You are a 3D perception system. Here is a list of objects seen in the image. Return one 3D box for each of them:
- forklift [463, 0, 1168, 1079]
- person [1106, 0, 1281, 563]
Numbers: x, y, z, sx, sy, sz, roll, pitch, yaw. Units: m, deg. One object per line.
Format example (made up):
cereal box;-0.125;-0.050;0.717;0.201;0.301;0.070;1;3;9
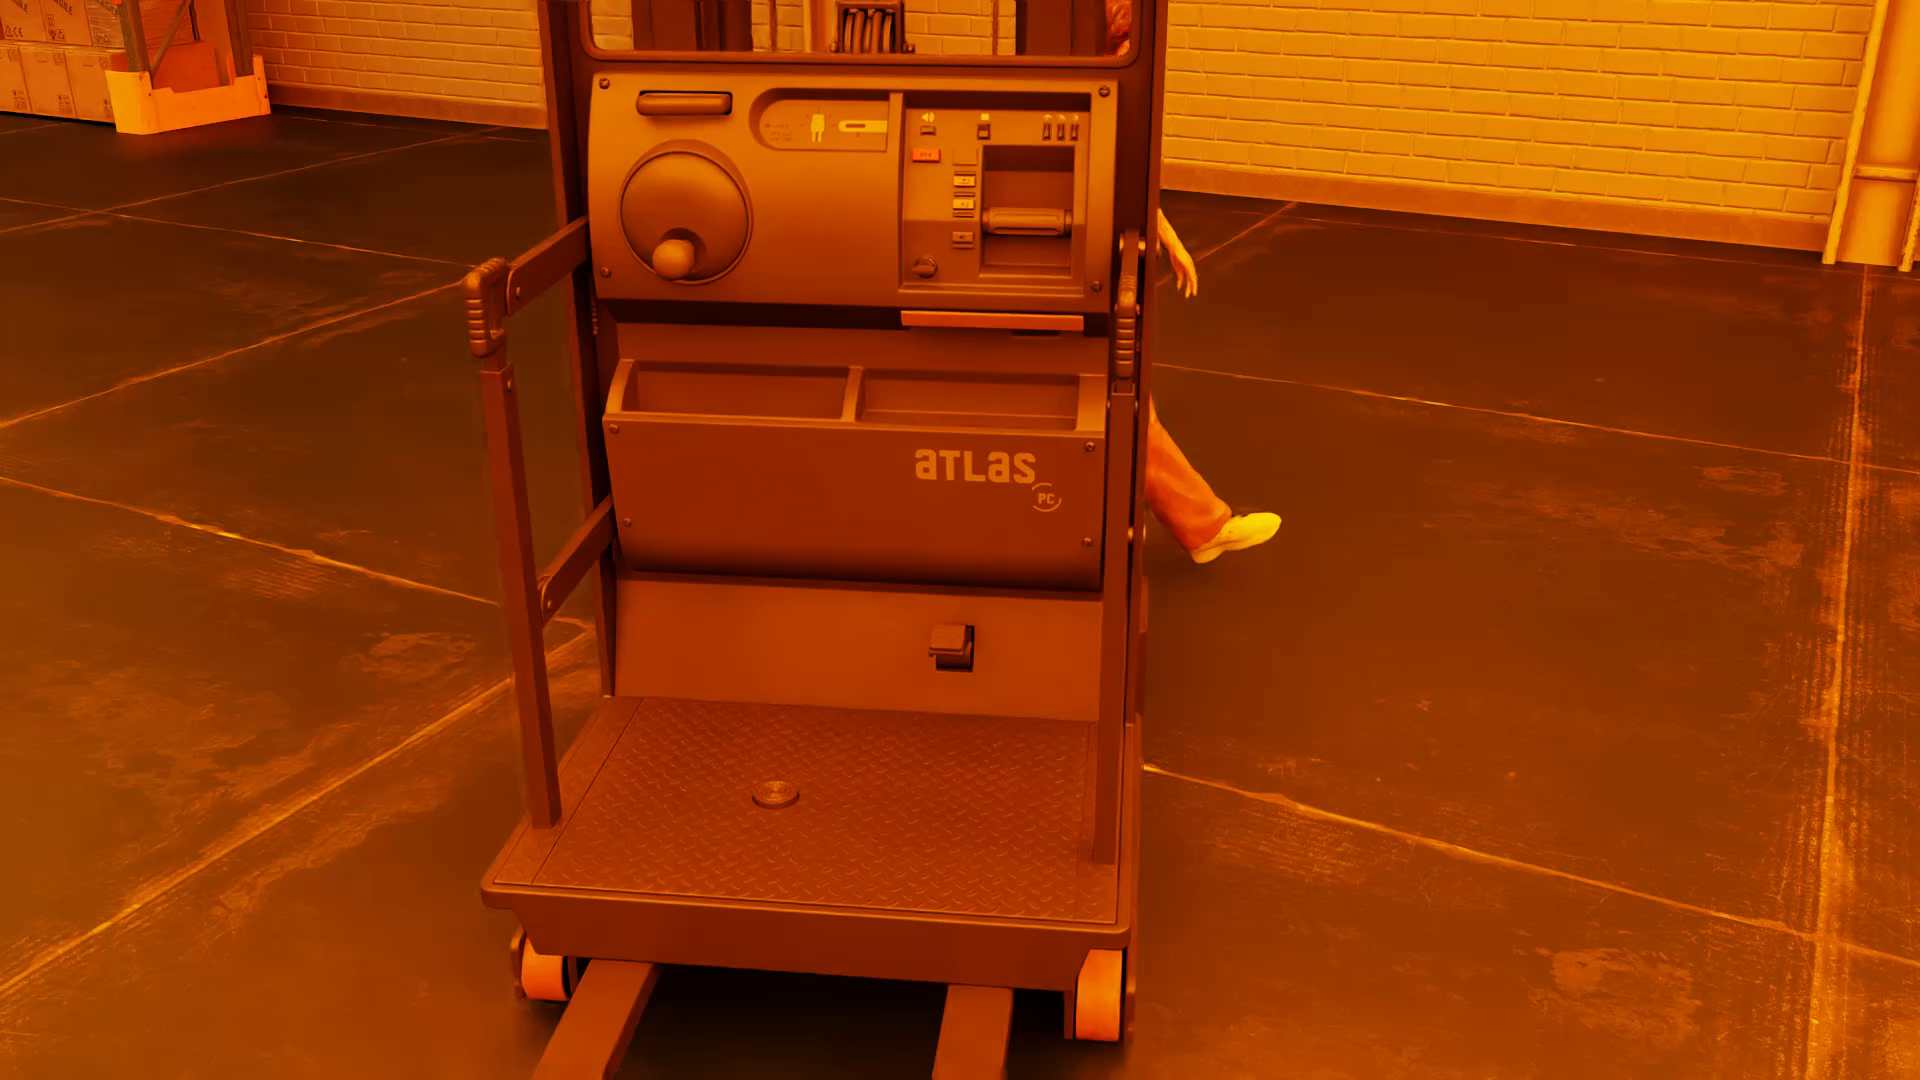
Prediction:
forklift;-0.215;-0.599;2.721;1.130;2.935;3.031;2;23;6
person;0.461;-0.674;4.577;0.926;1.627;0.641;4;23;10
